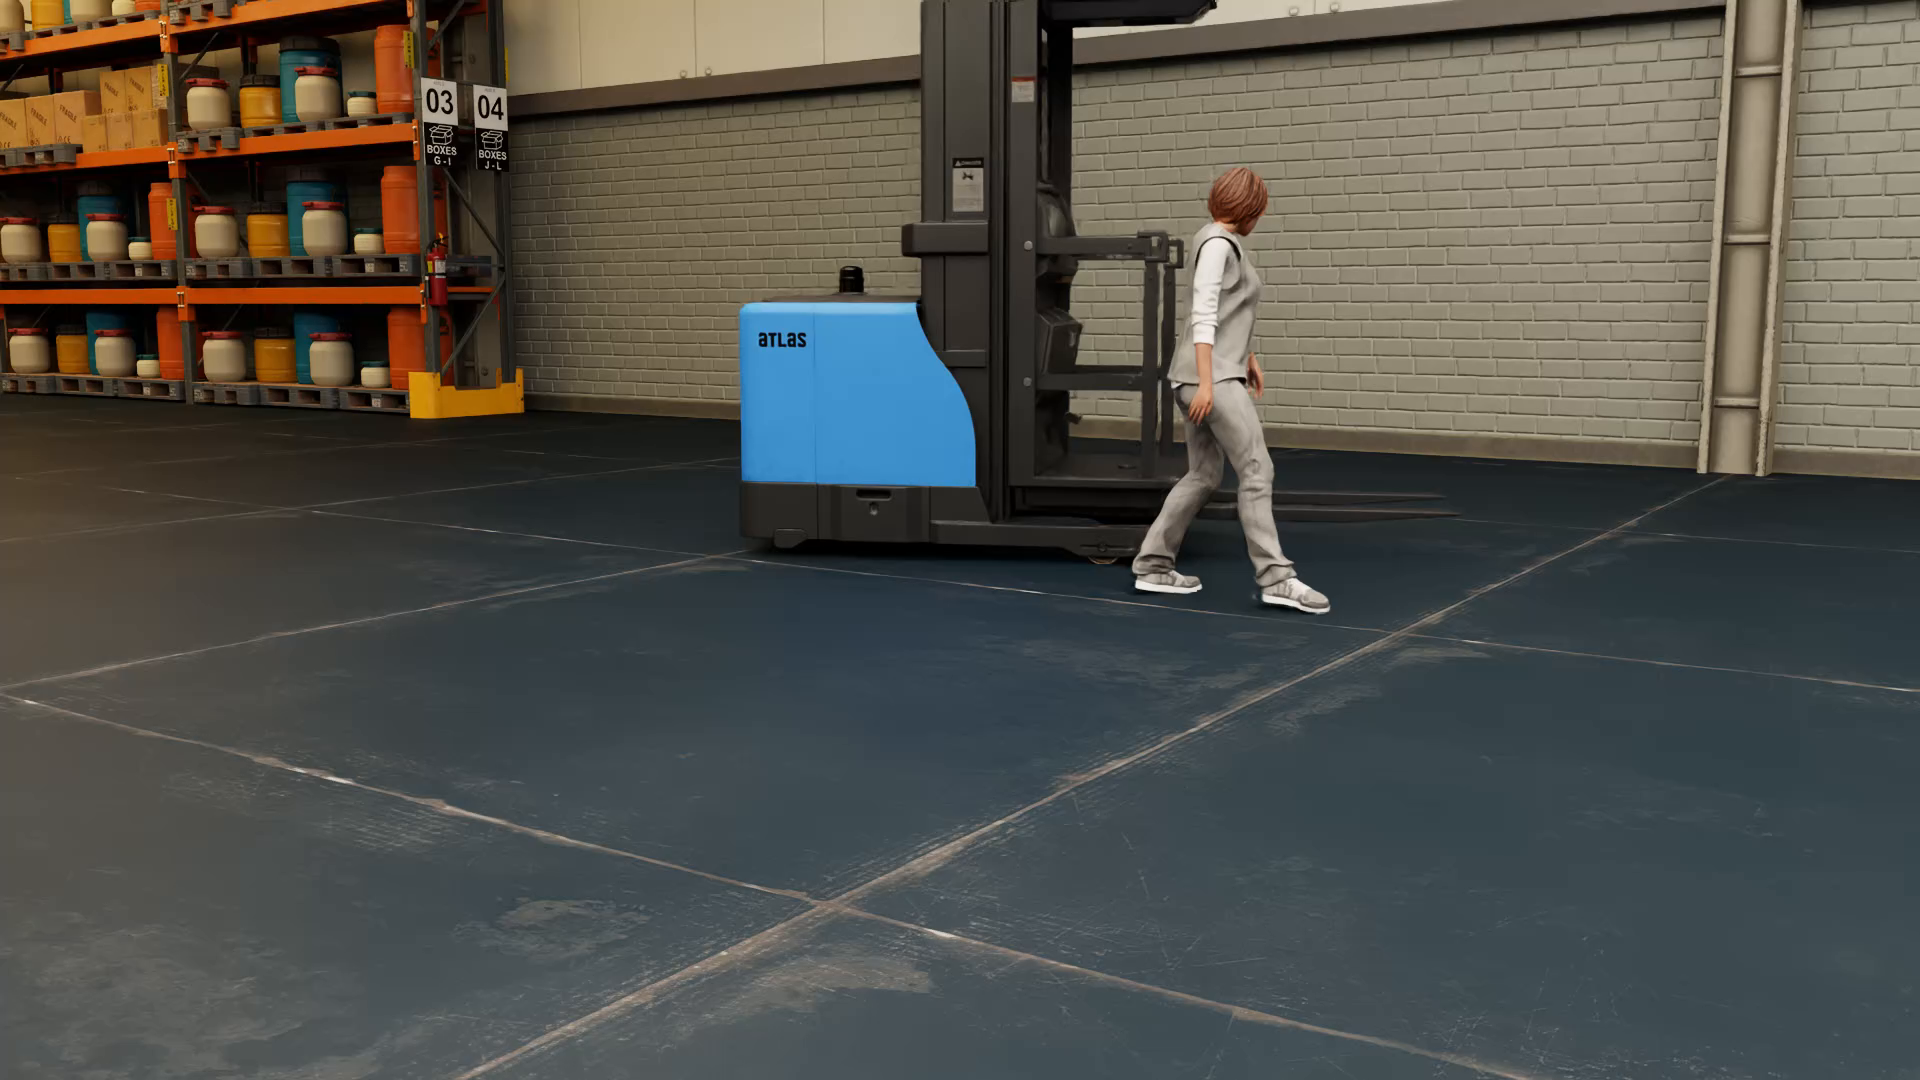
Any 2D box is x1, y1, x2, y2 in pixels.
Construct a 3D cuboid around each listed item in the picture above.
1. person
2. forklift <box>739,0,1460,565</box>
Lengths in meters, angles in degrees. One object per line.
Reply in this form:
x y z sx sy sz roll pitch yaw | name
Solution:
0.971 -0.554 6.011 0.672 1.555 0.666 0 8 3 | person
0.610 -1.422 7.196 3.031 2.935 1.130 2 8 11 | forklift
